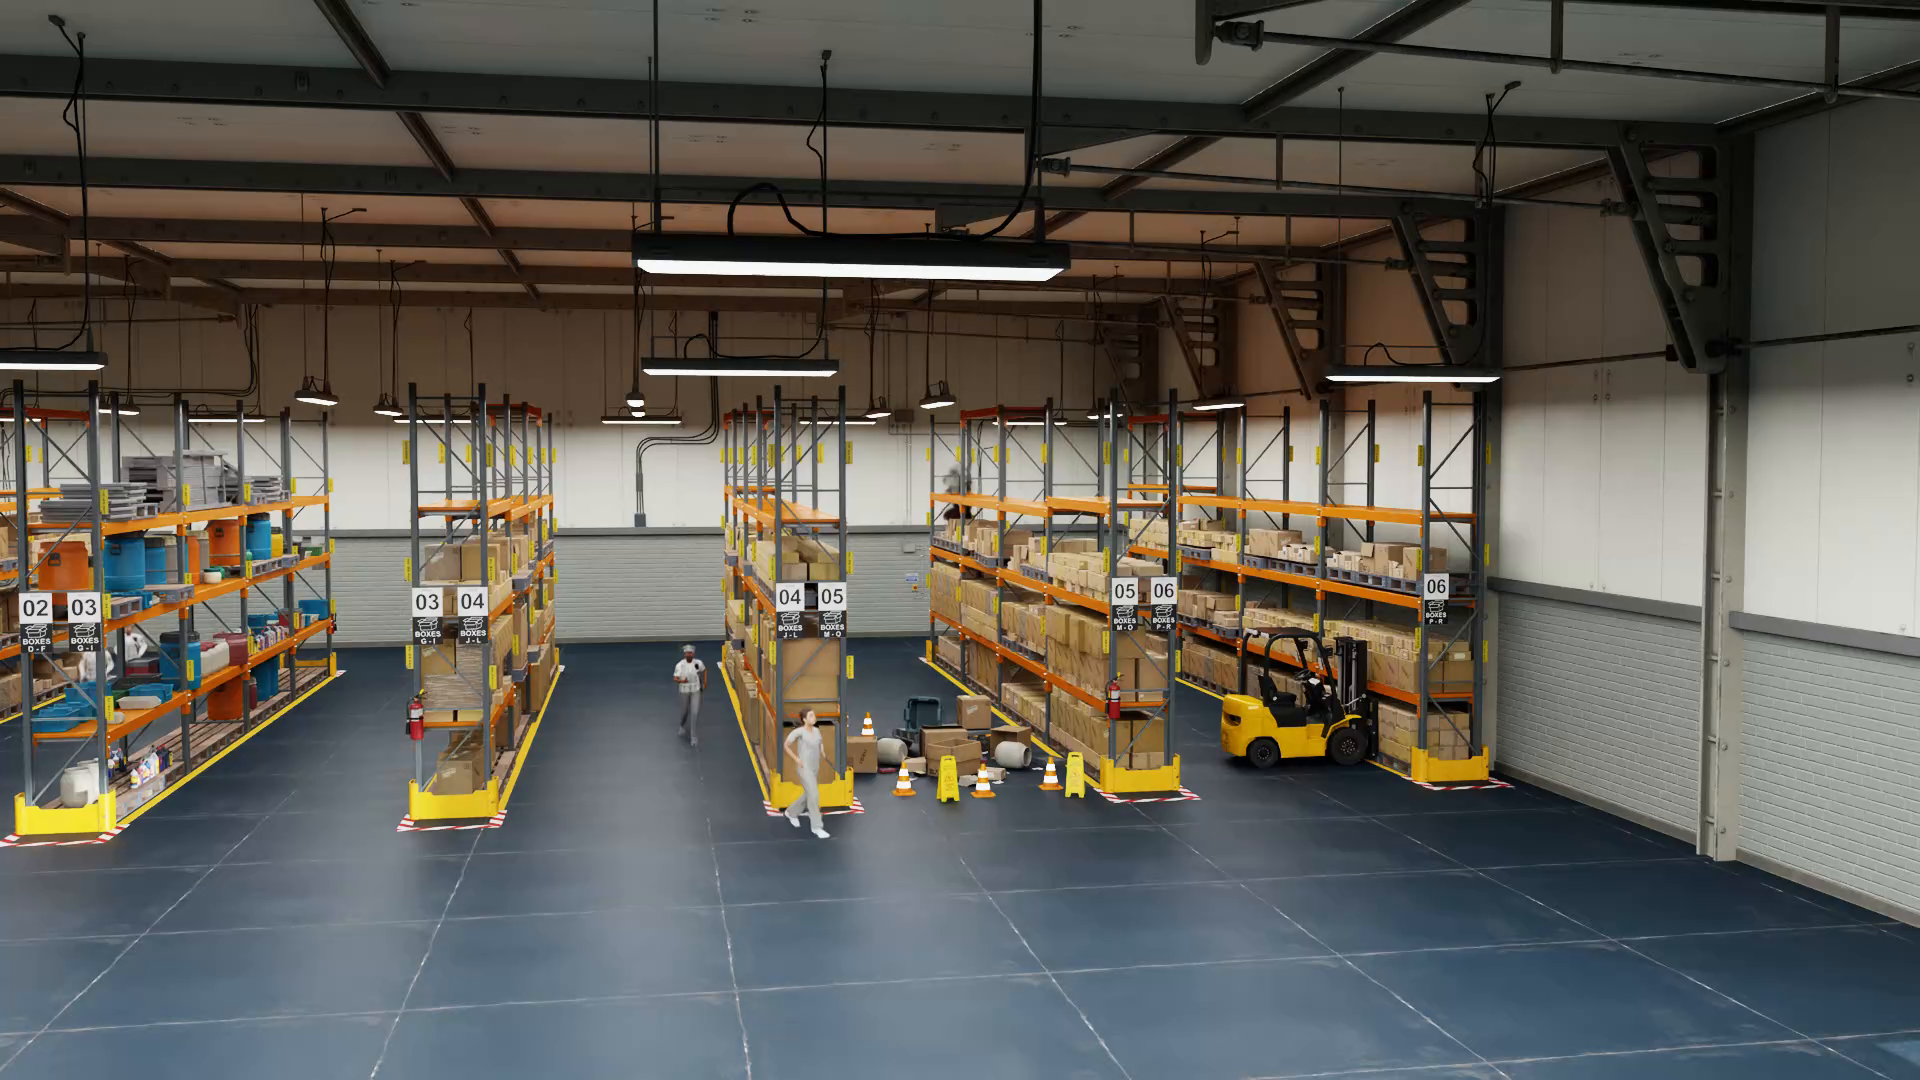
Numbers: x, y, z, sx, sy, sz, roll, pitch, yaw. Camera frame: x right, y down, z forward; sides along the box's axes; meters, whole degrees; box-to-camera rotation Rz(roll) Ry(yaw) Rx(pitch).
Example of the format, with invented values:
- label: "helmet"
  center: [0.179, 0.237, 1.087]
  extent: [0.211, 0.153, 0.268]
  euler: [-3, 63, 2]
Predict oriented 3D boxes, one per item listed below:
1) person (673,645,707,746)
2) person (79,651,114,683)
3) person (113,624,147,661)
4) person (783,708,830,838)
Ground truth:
- label: "person"
  center: [-4.727, 2.679, 29.146]
  extent: [0.587, 1.728, 0.934]
  euler: [-1, 3, -11]
- label: "person"
  center: [-16.175, 2.607, 31.137]
  extent: [0.600, 1.638, 0.576]
  euler: [-1, 3, -22]
- label: "person"
  center: [-16.840, 2.453, 33.733]
  extent: [0.602, 1.655, 0.554]
  euler: [-1, 3, -22]
- label: "person"
  center: [-2.025, 3.050, 22.020]
  extent: [0.833, 1.681, 0.577]
  euler: [2, 4, 35]
